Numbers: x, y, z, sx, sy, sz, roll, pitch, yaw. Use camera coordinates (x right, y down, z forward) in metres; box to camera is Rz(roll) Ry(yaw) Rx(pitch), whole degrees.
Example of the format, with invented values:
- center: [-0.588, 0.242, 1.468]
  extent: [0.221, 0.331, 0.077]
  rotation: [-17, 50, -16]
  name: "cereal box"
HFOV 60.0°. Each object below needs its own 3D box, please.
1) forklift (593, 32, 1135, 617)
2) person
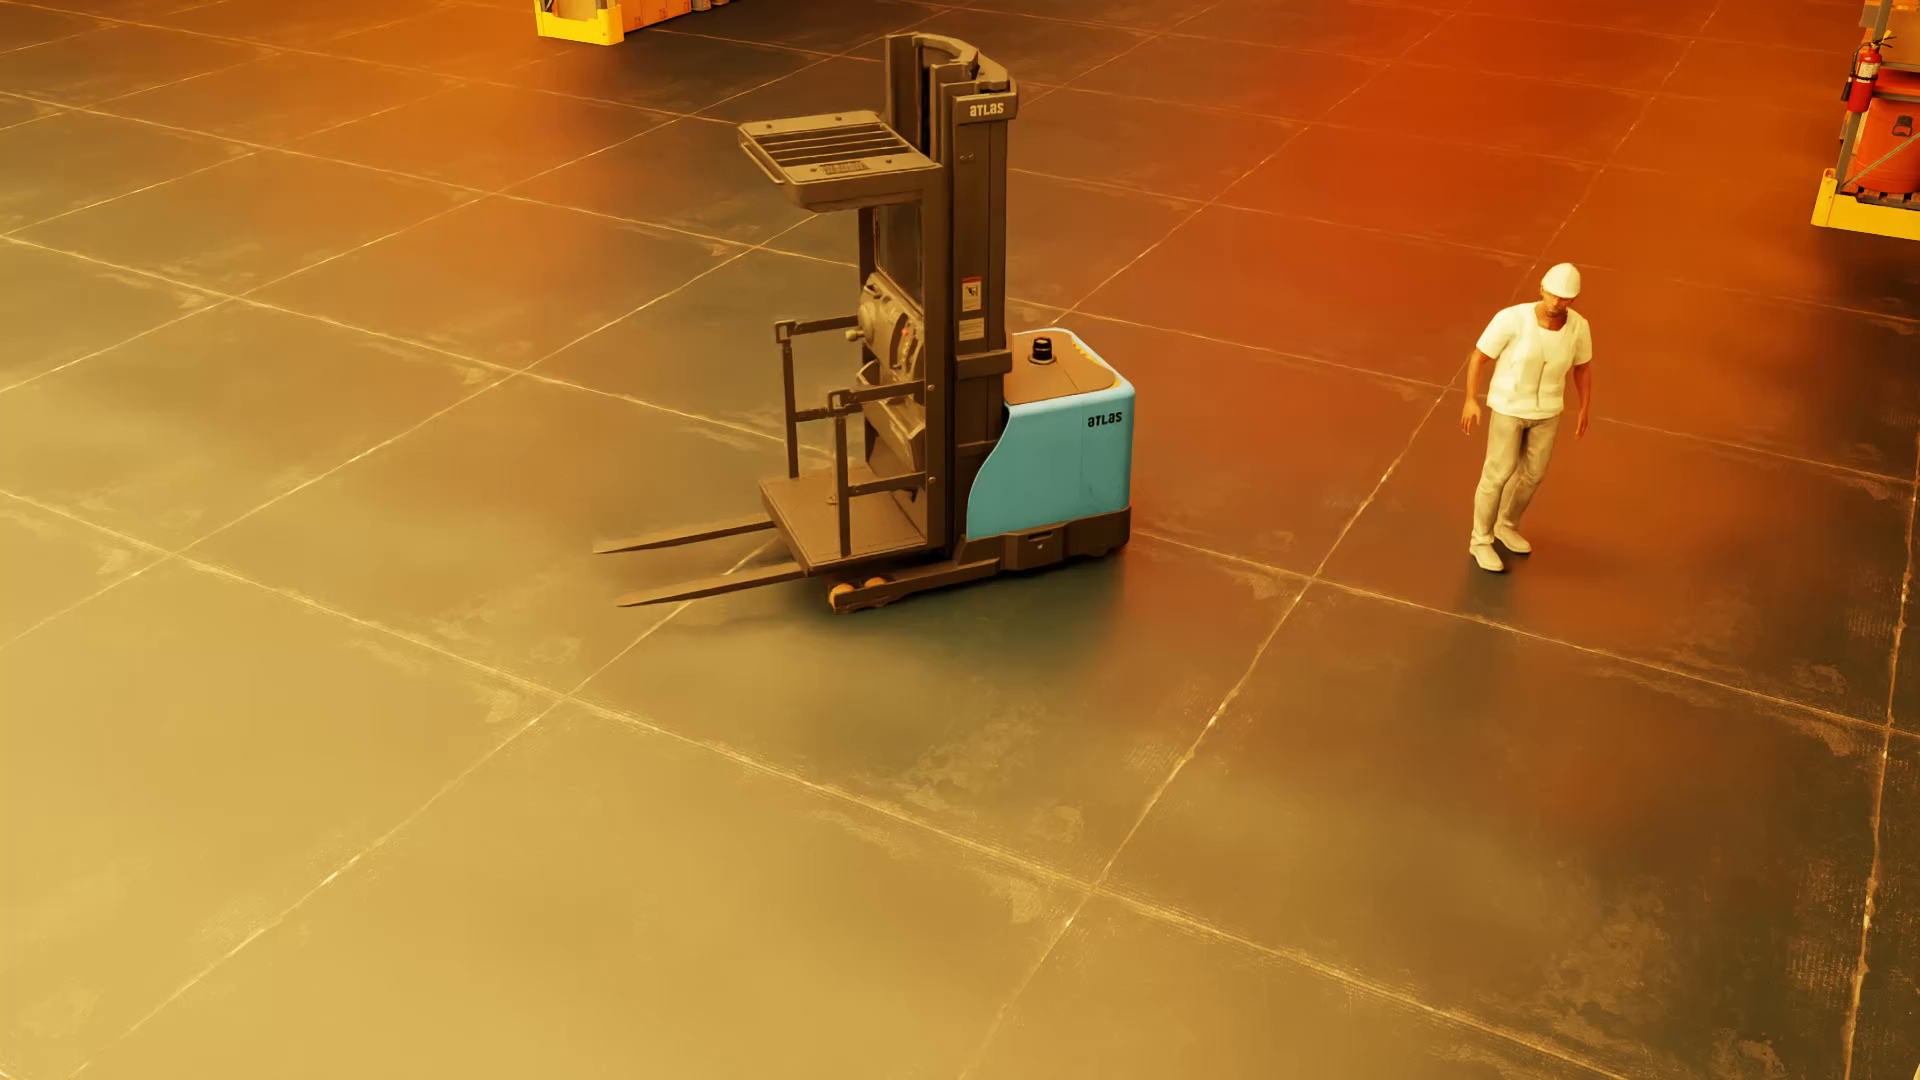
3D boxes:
- center: [-0.556, -1.141, 9.048]
  extent: [3.031, 2.935, 1.130]
  rotation: [-13, 32, -21]
  name: "forklift"
- center: [3.246, -0.704, 9.461]
  extent: [0.743, 1.763, 0.551]
  rotation: [-4, 30, -7]
  name: "person"
